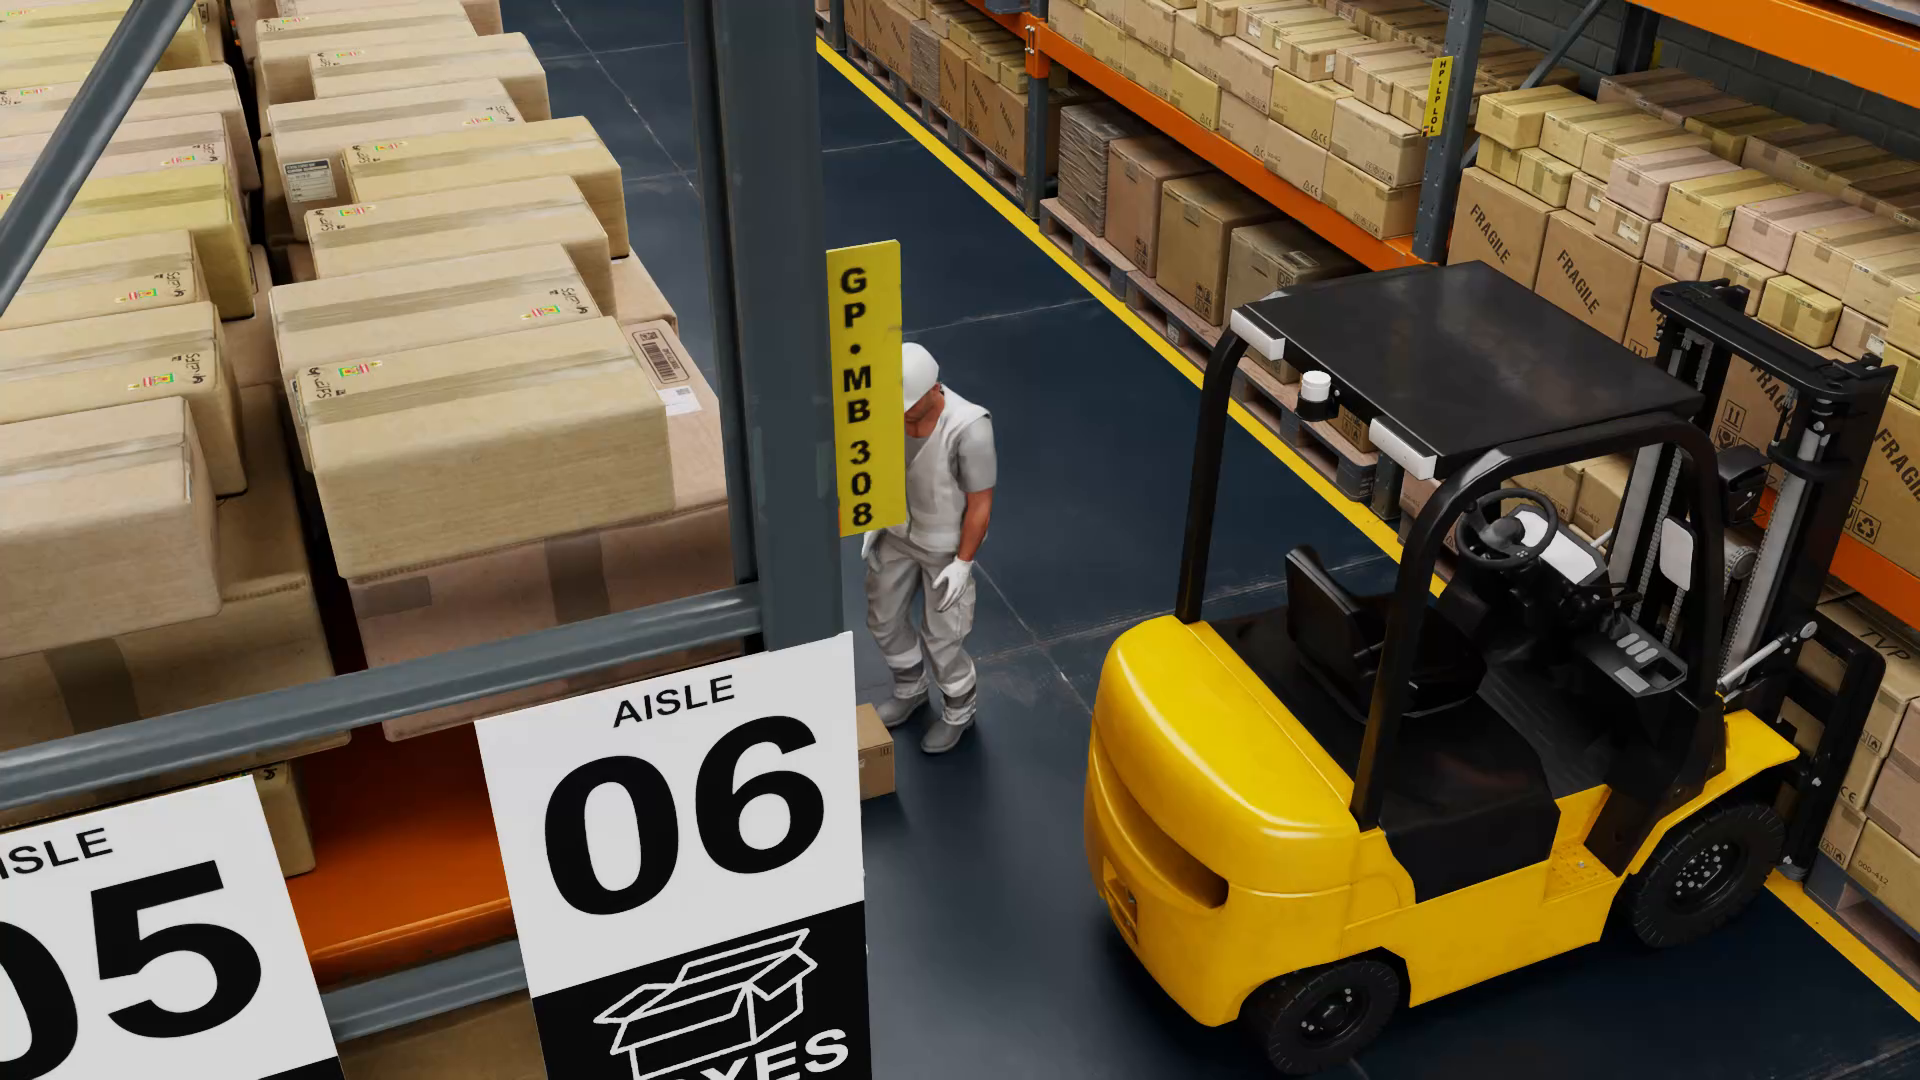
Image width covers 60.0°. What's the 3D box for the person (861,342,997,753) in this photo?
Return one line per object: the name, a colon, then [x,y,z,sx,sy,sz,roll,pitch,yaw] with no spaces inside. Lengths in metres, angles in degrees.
person: [-0.123,0.027,6.138,0.547,1.724,0.477,24,40,32]
